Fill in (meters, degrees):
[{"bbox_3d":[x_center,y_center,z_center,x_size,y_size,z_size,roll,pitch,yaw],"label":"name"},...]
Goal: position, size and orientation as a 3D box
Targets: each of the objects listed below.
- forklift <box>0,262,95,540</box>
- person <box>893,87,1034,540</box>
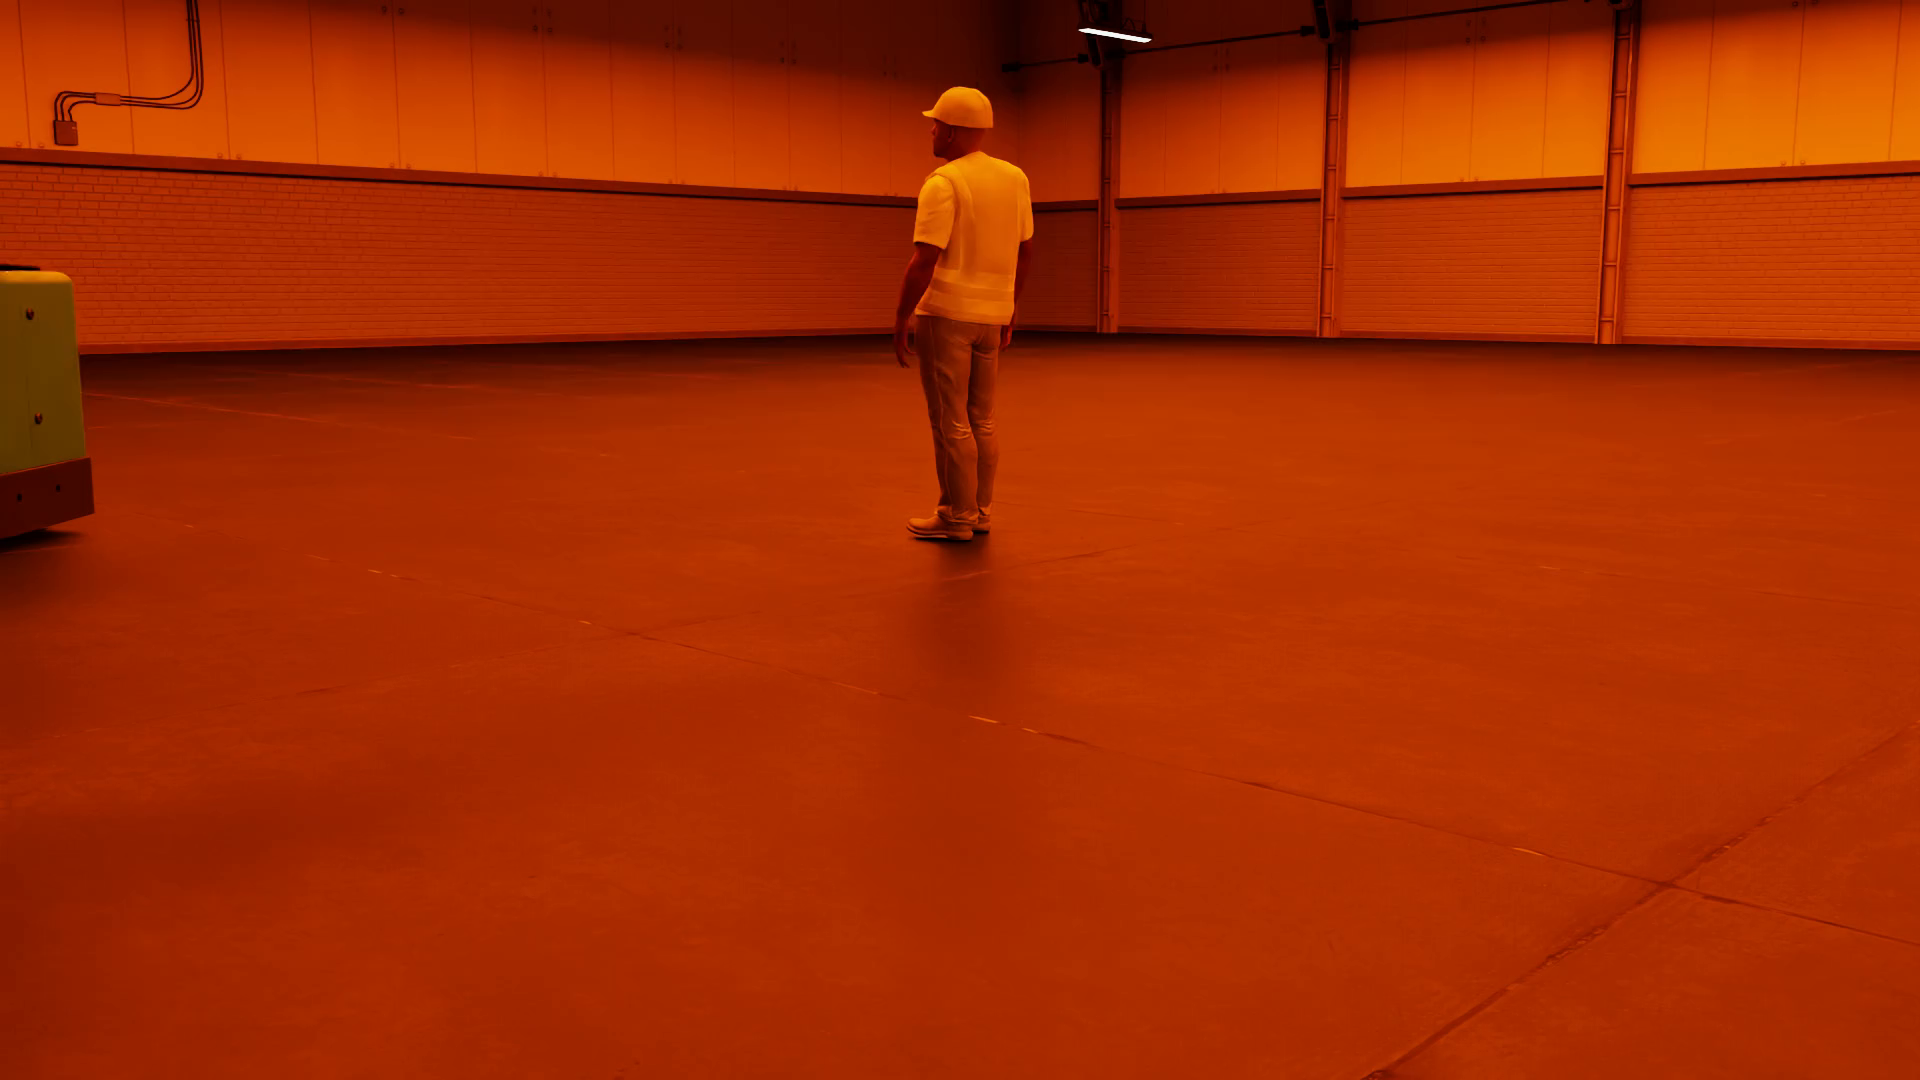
[{"bbox_3d":[-5.122,-1.414,6.267,3.031,2.935,1.130,0,9,-2],"label":"forklift"},{"bbox_3d":[-0.045,-0.888,6.637,0.577,1.765,0.665,8,12,43],"label":"person"}]
